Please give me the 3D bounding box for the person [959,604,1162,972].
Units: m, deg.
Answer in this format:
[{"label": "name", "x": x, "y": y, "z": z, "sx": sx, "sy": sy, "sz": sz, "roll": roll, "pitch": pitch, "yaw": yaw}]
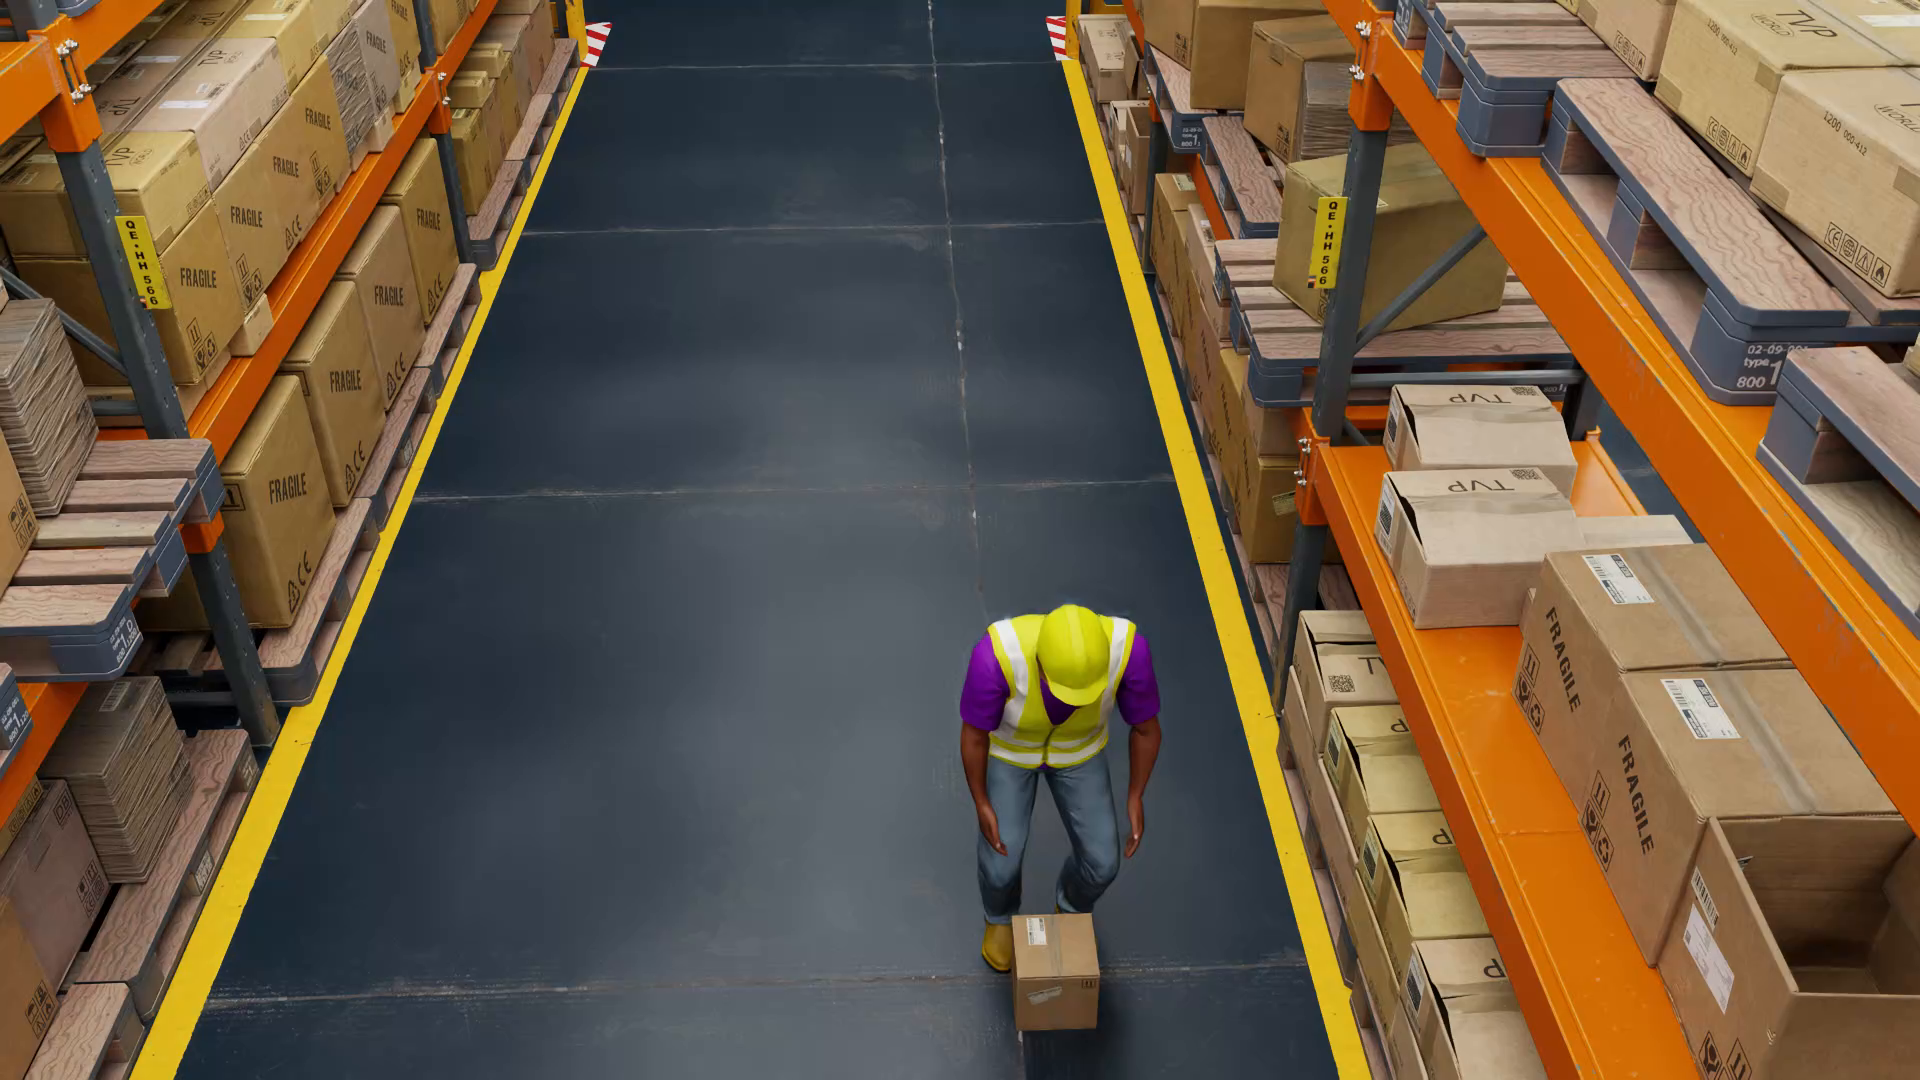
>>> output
[{"label": "person", "x": 0.308, "y": 0.731, "z": 5.256, "sx": 0.622, "sy": 1.568, "sz": 0.644, "roll": -2, "pitch": 35, "yaw": -2}]
